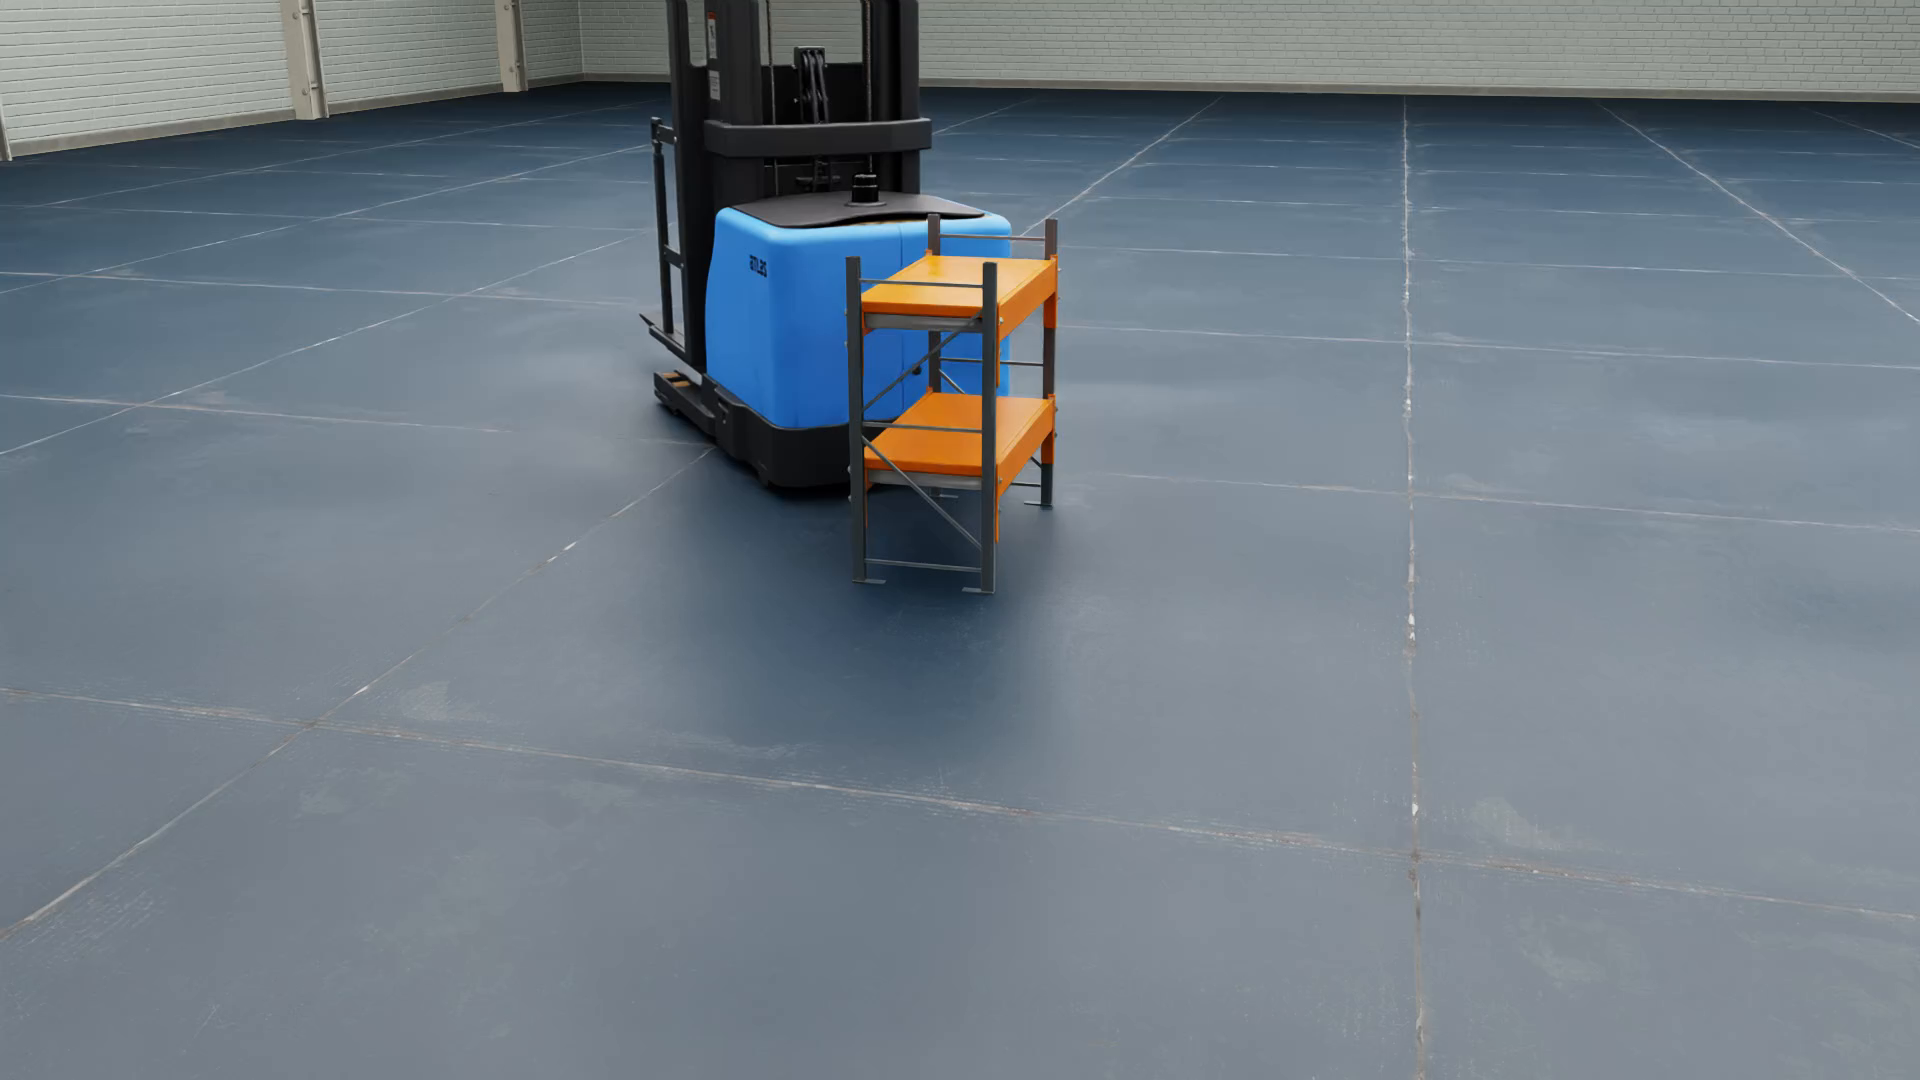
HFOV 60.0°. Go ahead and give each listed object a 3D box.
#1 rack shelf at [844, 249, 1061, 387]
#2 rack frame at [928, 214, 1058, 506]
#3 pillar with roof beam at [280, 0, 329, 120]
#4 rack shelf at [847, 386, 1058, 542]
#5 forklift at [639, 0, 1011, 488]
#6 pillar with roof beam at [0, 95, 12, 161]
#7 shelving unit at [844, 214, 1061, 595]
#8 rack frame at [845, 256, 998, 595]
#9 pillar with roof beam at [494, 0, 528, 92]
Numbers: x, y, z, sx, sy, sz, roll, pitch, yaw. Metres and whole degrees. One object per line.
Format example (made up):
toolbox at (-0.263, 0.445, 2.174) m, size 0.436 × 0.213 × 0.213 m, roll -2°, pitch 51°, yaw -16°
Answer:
rack shelf at (-0.002, -0.807, 5.905) m, size 0.538 × 0.278 × 1.000 m, roll 5°, pitch 19°, yaw 13°
rack frame at (0.123, -0.690, 6.466) m, size 0.500 × 1.125 × 0.032 m, roll 5°, pitch 19°, yaw 13°
pillar with roof beam at (-5.191, -10.012, 21.578) m, size 9.100 × 9.000 × 0.400 m, roll 5°, pitch 19°, yaw 13°
rack shelf at (-0.002, -0.299, 6.079) m, size 0.538 × 0.278 × 1.000 m, roll 5°, pitch 19°, yaw 13°
forklift at (-0.839, -2.029, 7.593) m, size 1.130 × 2.935 × 3.031 m, roll -8°, pitch 21°, yaw -23°
pillar with roof beam at (-6.657, -8.131, 16.072) m, size 9.100 × 9.000 × 0.400 m, roll 5°, pitch 19°, yaw 13°
shelving unit at (-0.002, -0.530, 6.000) m, size 0.538 × 1.125 × 1.048 m, roll 5°, pitch 19°, yaw 13°
rack frame at (-0.126, -0.371, 5.533) m, size 0.500 × 1.125 × 0.032 m, roll 5°, pitch 19°, yaw 13°
pillar with roof beam at (-3.725, -11.893, 27.084) m, size 9.100 × 9.000 × 0.400 m, roll 5°, pitch 19°, yaw 13°
